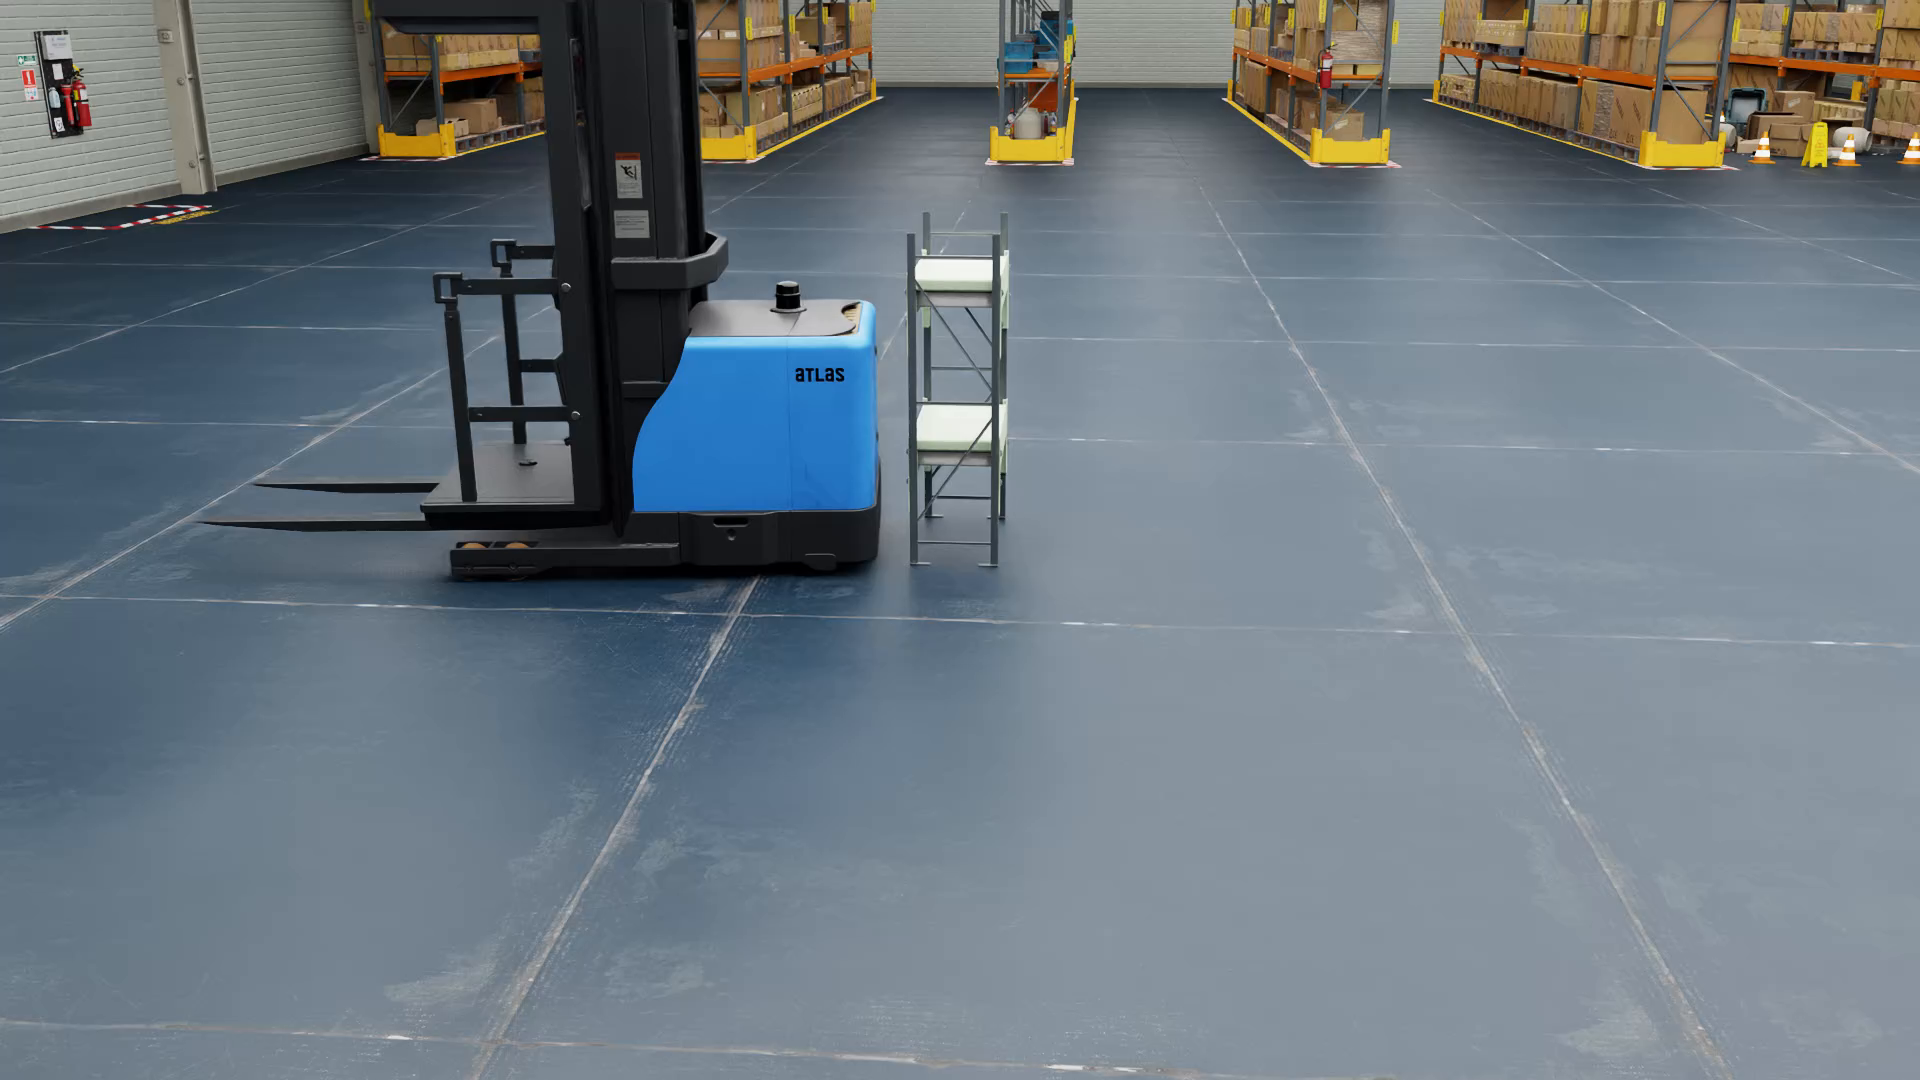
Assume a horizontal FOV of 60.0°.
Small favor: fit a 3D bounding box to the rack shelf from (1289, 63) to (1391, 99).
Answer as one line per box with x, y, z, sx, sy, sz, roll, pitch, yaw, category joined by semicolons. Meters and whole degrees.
6.190;-7.573;27.373;1.077;0.370;4.000;1;18;4;rack shelf

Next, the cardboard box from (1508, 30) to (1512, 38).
11.159;-10.104;33.194;0.380;0.149;0.250;2;18;6;cardboard box

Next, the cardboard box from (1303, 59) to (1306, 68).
5.953;-7.968;27.826;0.380;0.149;0.250;1;18;4;cardboard box

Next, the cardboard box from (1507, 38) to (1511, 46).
11.156;-9.957;33.222;0.380;0.149;0.250;1;18;4;cardboard box

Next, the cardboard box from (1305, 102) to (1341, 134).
6.231;-7.246;28.560;0.500;0.500;0.500;7;20;21;cardboard box

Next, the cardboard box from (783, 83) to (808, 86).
-3.428;-9.318;34.849;0.500;0.500;0.500;2;18;6;cardboard box

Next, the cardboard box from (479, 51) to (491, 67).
-8.320;-8.185;28.293;0.500;0.250;0.500;1;18;4;cardboard box

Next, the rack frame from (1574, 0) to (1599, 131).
11.273;-8.394;28.723;1.000;3.000;0.127;1;18;4;rack frame

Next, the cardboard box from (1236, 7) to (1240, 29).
6.854;-12.391;39.480;0.500;0.500;0.500;1;18;3;cardboard box

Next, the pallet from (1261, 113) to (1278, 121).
6.752;-8.696;34.124;1.003;0.211;1.213;1;18;4;pallet

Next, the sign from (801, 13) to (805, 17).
-3.516;-11.664;37.312;0.100;0.325;0.005;1;18;4;sign

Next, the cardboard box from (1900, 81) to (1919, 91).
15.802;-7.498;27.484;0.380;0.149;0.250;2;18;6;cardboard box

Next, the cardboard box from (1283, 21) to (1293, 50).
6.365;-9.325;30.724;0.797;0.503;0.637;3;18;10;cardboard box

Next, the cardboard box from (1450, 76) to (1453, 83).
11.776;-10.851;39.169;0.380;0.149;0.250;0;18;1;cardboard box

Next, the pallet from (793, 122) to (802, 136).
-3.533;-7.663;30.970;1.003;0.211;1.213;1;18;4;pallet

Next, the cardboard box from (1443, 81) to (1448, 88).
11.764;-10.866;39.694;0.380;0.149;0.250;1;18;4;cardboard box

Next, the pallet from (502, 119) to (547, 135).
-8.434;-7.784;31.341;1.003;0.211;1.213;1;18;4;pallet

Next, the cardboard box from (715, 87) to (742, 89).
-3.964;-7.560;28.715;0.500;0.500;0.500;1;18;4;cardboard box

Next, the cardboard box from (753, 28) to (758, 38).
-3.519;-8.309;27.263;0.380;0.149;0.250;1;18;2;cardboard box

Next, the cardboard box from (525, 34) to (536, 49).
-8.371;-9.455;31.094;0.700;0.500;0.500;3;18;10;cardboard box

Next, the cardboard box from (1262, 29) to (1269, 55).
6.450;-10.139;33.889;0.500;0.500;0.500;1;18;3;cardboard box

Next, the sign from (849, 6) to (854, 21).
-2.420;-11.782;37.203;0.100;0.325;0.005;1;18;4;sign

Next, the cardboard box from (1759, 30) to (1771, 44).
16.319;-10.039;33.181;0.500;0.250;0.500;1;18;2;cardboard box

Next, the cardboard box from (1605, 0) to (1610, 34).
11.289;-8.691;27.654;0.875;0.550;0.550;1;18;4;cardboard box

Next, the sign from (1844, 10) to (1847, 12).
17.046;-10.060;32.077;0.100;0.325;0.005;1;18;4;sign

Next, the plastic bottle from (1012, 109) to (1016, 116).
0.921;-7.355;29.101;0.144;0.351;0.185;2;18;5;plastic bottle

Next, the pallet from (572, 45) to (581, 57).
-8.147;-9.795;33.307;1.213;0.211;1.003;1;18;4;pallet

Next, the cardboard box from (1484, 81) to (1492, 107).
11.493;-9.502;35.445;0.500;0.500;0.500;2;18;6;cardboard box

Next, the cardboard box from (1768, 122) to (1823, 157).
13.532;-6.488;26.916;0.797;0.503;0.637;-13;22;-34;cardboard box

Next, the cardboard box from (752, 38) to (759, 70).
-3.714;-8.025;27.438;0.700;0.500;0.500;1;18;4;cardboard box

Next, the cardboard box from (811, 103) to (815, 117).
-3.128;-8.408;32.508;0.500;0.250;0.500;2;18;5;cardboard box

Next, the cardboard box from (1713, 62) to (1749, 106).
16.827;-9.795;35.736;0.875;0.875;0.875;2;18;6;cardboard box

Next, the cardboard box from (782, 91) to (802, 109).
-3.228;-8.196;30.959;0.500;0.311;0.500;1;18;3;cardboard box

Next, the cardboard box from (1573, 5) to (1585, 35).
11.338;-9.231;29.510;0.700;0.500;0.500;1;18;3;cardboard box

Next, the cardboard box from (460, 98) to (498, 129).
-8.523;-7.566;29.503;0.500;0.500;0.500;0;18;0;cardboard box

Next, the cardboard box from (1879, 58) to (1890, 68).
15.875;-8.105;28.244;0.380;0.149;0.250;1;18;4;cardboard box

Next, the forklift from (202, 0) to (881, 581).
-1.897;-1.378;7.421;3.031;2.935;1.130;0;18;-1;forklift

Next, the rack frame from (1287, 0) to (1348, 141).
6.333;-8.536;29.156;1.000;3.000;0.127;1;18;4;rack frame

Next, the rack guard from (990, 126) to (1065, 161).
1.065;-6.241;26.167;1.175;0.500;0.348;1;18;4;rack guard

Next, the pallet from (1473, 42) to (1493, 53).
11.647;-10.553;35.621;1.003;0.211;1.213;1;18;4;pallet

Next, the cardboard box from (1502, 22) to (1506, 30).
11.192;-10.404;33.630;0.380;0.149;0.250;2;18;6;cardboard box

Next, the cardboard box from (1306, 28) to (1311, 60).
6.156;-8.120;27.249;0.875;0.500;0.500;1;18;4;cardboard box

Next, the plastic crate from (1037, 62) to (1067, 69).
1.529;-8.011;27.978;0.530;0.136;0.437;1;18;4;plastic crate

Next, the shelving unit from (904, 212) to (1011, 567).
0.000;-0.711;7.683;0.431;1.500;0.755;1;18;4;shelving unit

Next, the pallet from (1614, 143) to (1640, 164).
10.966;-6.076;26.129;1.003;0.211;1.213;1;18;4;pallet

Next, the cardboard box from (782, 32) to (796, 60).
-3.402;-9.363;31.520;0.500;0.500;0.500;1;18;4;cardboard box

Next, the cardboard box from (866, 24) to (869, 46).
-2.481;-12.226;40.258;0.500;0.500;0.500;1;18;4;cardboard box

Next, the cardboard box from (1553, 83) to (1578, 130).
11.228;-7.719;29.602;1.050;0.750;0.750;1;18;4;cardboard box

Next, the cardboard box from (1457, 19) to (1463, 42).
11.735;-11.699;38.172;0.500;0.500;0.500;1;18;2;cardboard box

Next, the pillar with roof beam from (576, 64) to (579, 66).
-4.434;-14.344;37.246;9.100;9.000;0.400;1;18;4;pillar with roof beam

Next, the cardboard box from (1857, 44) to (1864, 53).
16.016;-8.642;29.210;0.380;0.149;0.250;1;18;2;cardboard box

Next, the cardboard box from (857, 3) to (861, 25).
-2.586;-12.226;38.650;0.500;0.500;0.500;1;18;2;cardboard box
